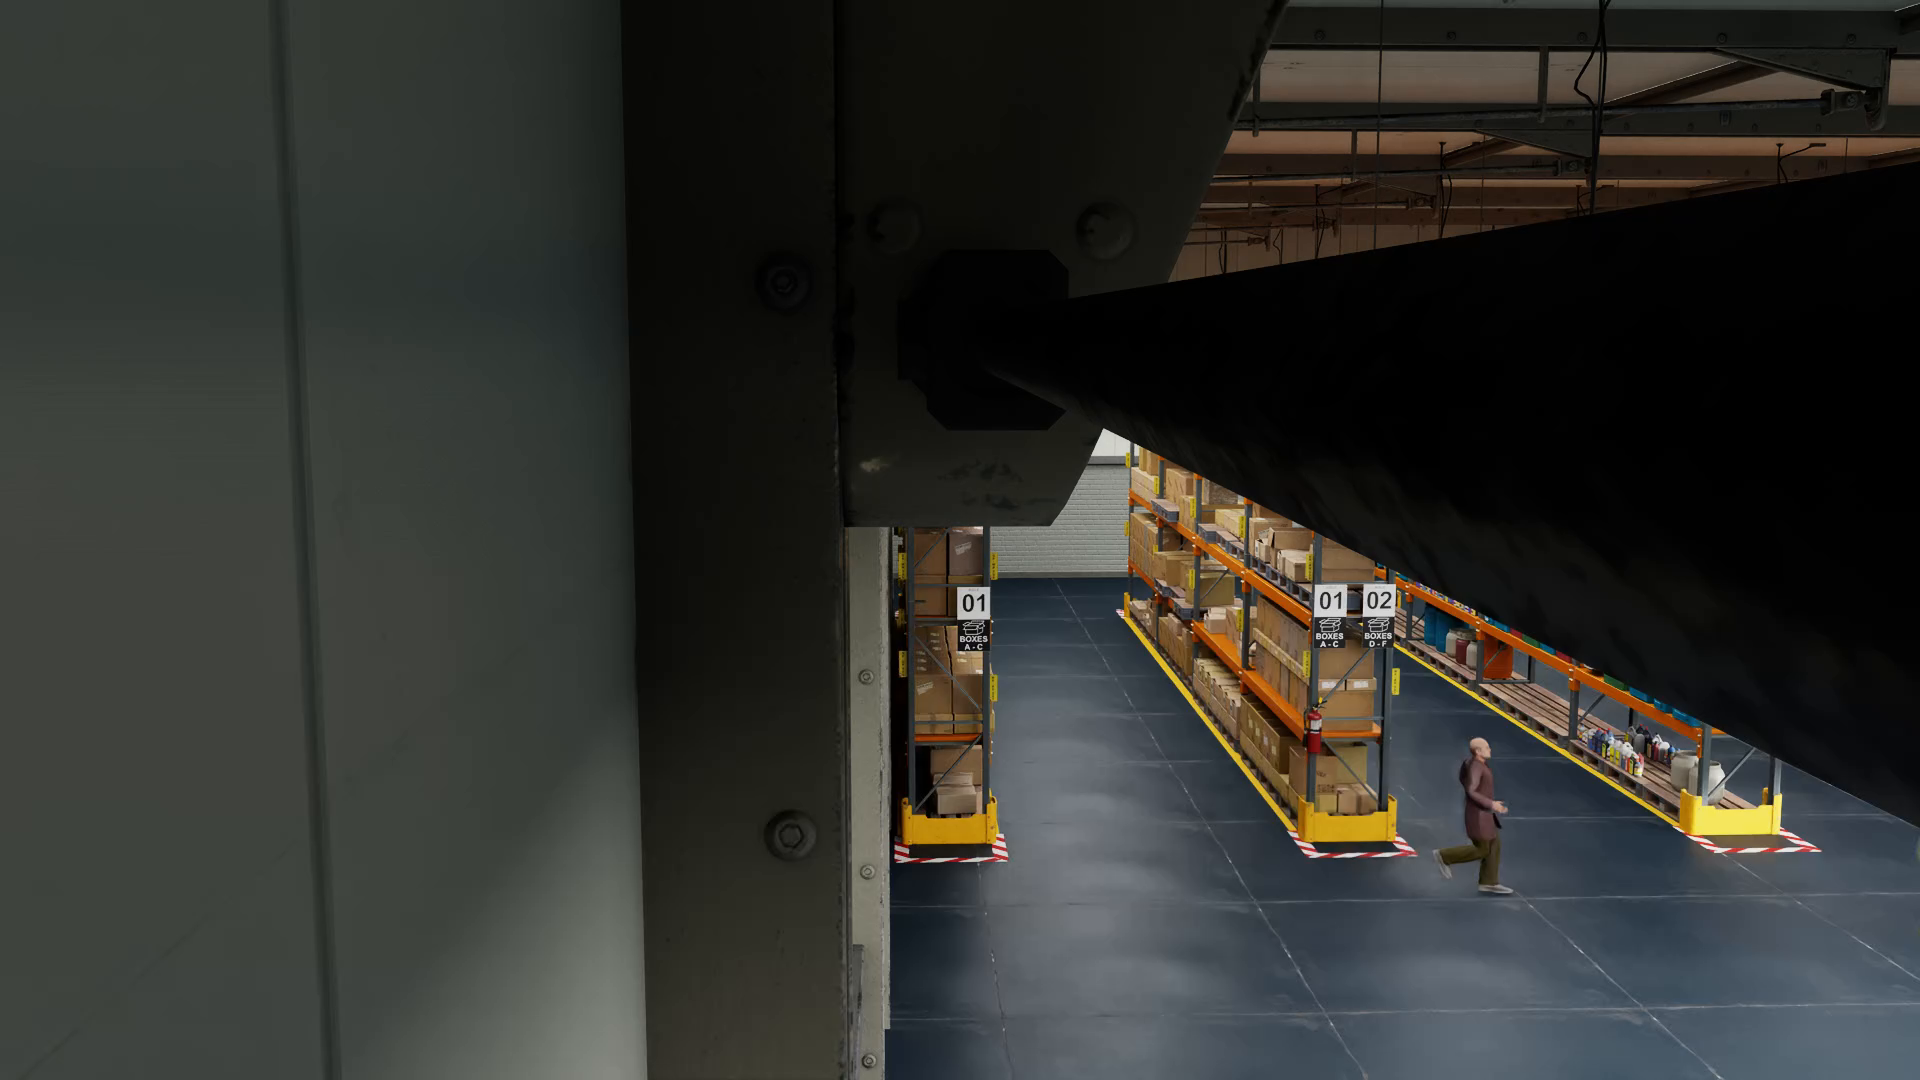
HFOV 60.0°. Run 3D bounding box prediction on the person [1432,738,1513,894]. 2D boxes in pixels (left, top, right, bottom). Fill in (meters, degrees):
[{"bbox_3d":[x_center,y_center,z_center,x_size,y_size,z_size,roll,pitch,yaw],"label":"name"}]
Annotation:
[{"bbox_3d":[5.789,3.088,18.711,0.881,1.753,0.711,2,8,17],"label":"person"}]
